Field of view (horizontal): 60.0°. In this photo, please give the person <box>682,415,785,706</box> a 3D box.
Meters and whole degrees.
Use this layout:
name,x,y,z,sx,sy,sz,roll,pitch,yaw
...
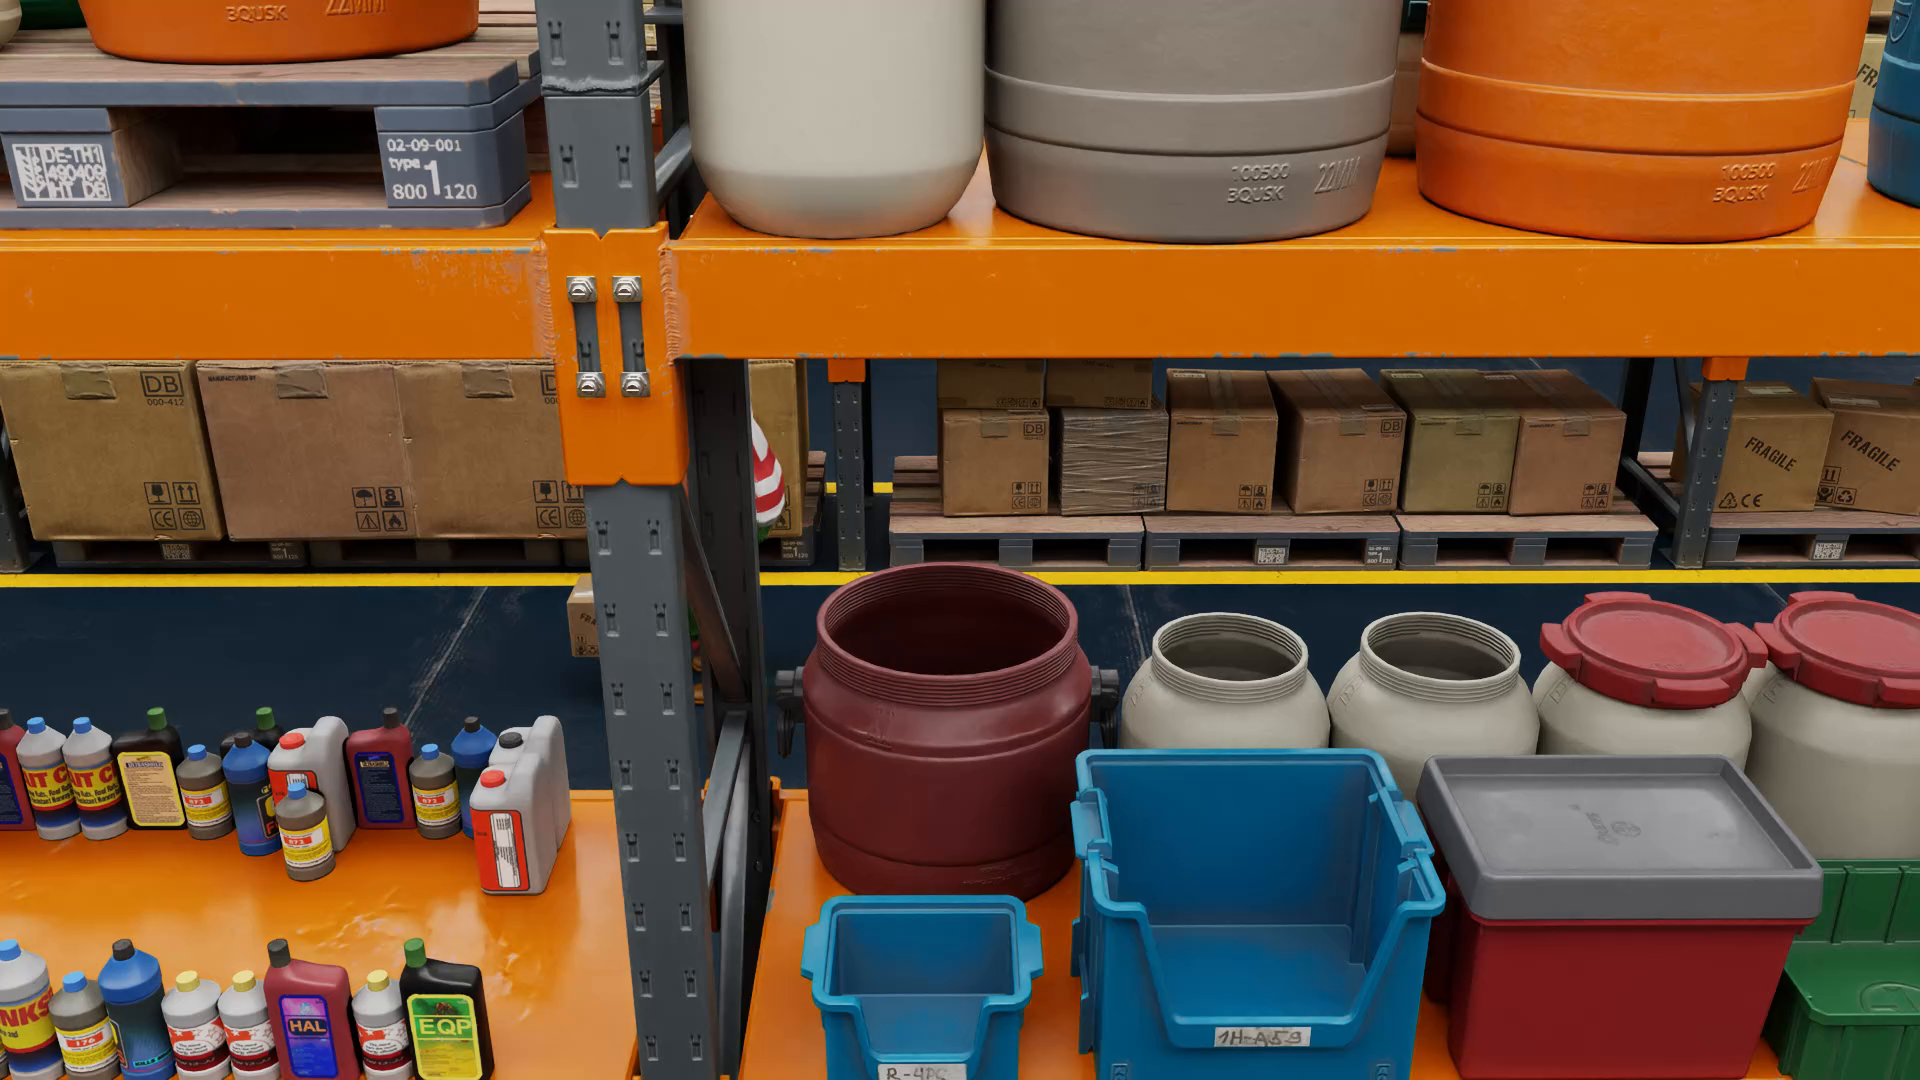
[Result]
name,x,y,z,sx,sy,sz,roll,pitch,yaw
person,-1.018,-0.105,6.569,0.647,1.580,0.575,0,24,0
